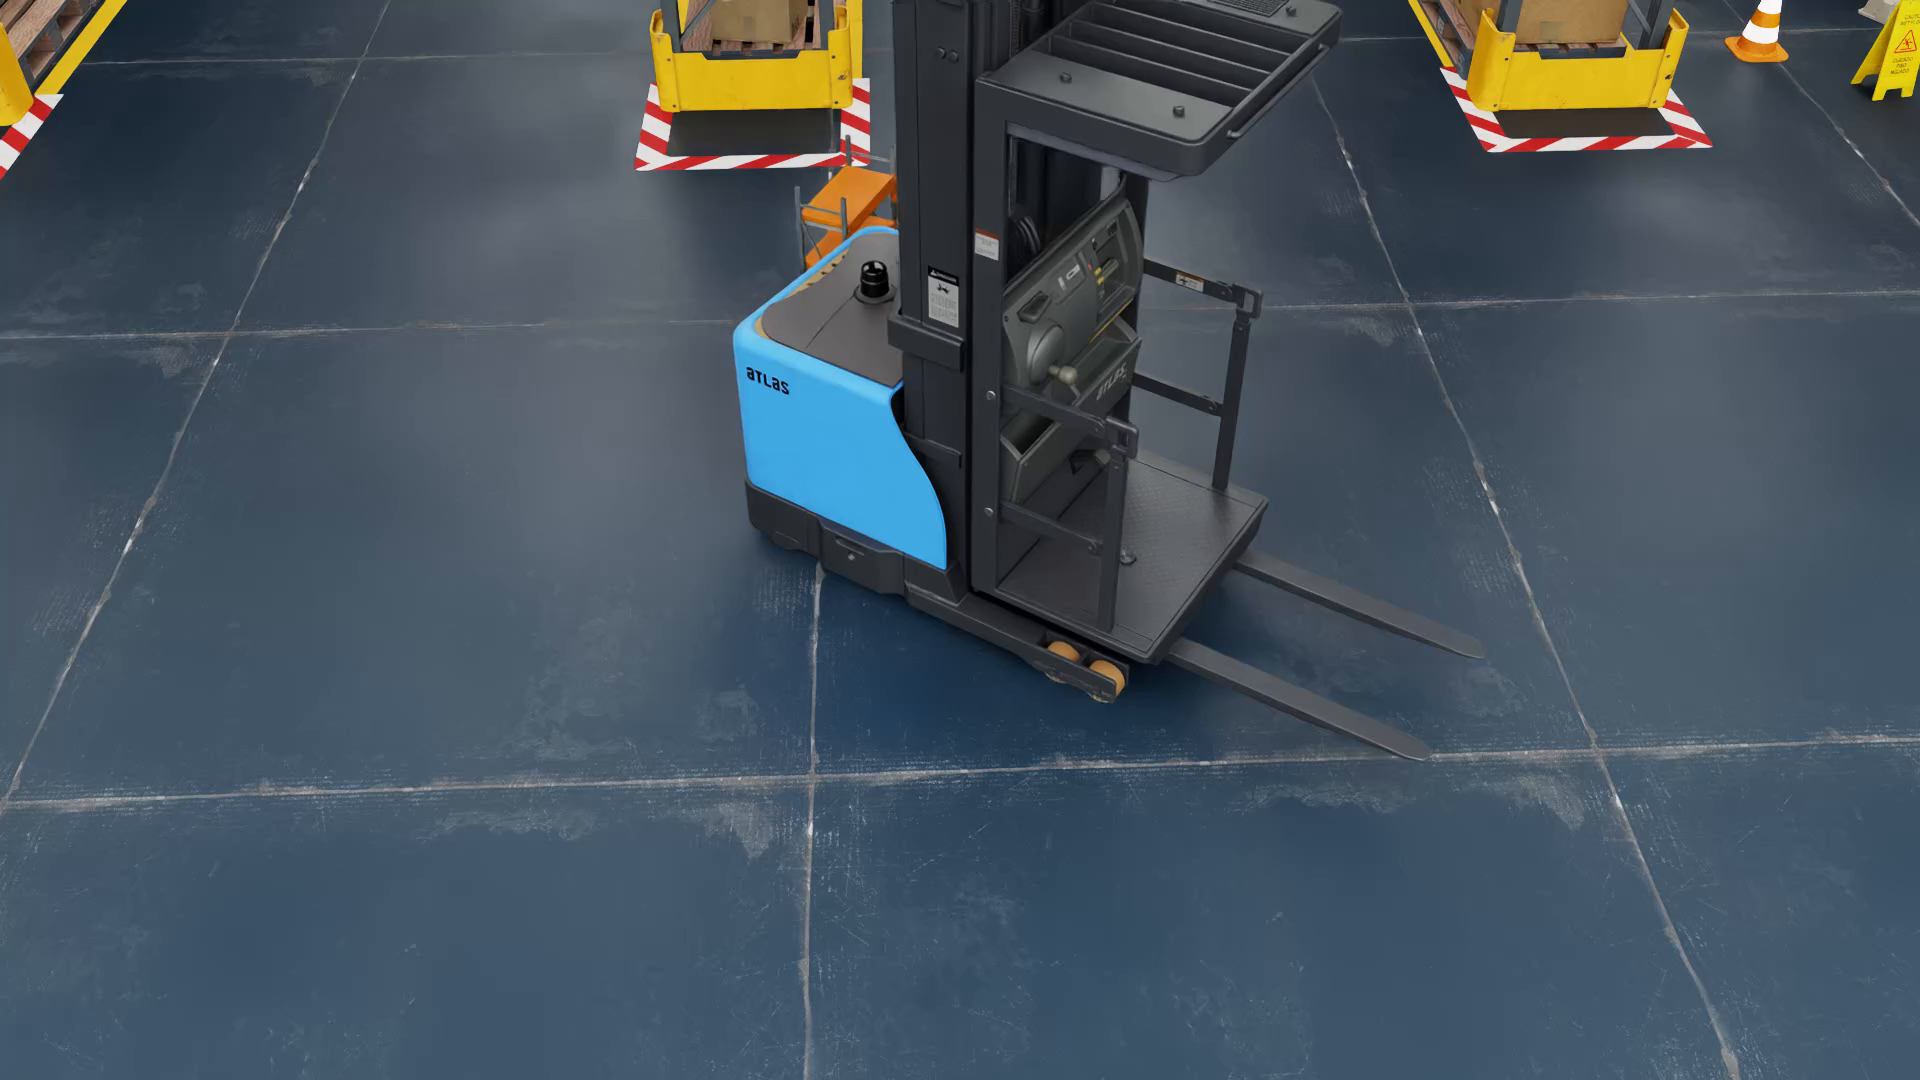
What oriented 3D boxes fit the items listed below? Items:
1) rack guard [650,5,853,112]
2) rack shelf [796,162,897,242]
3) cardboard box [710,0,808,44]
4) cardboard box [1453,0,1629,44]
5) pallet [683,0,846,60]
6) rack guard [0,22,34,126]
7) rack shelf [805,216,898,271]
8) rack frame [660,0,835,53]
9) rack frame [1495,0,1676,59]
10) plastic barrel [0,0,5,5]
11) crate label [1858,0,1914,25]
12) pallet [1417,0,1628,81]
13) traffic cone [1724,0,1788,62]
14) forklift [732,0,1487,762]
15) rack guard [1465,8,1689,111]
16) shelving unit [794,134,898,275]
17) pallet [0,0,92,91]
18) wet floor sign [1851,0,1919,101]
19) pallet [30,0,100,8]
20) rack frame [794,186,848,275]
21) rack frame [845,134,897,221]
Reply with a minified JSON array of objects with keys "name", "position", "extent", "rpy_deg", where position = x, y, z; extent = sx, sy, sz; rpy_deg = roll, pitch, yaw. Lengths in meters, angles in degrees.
[{"name":"rack guard","position":[-1.246,-2.909,10.054],"extent":[1.175,0.500,0.348],"rpy_deg":[-2,43,-2]},{"name":"rack shelf","position":[-0.499,-1.480,7.395],"extent":[0.258,0.148,0.480],"rpy_deg":[16,45,17]},{"name":"cardboard box","position":[-1.253,-3.435,10.316],"extent":[0.500,0.500,0.500],"rpy_deg":[6,43,6]},{"name":"cardboard box","position":[3.622,-3.681,10.307],"extent":[0.875,0.875,0.875],"rpy_deg":[-1,43,-2]},{"name":"pallet","position":[-1.245,-3.352,10.751],"extent":[1.003,0.211,1.213],"rpy_deg":[-2,43,-2]},{"name":"rack guard","position":[-6.242,-2.766,9.897],"extent":[1.175,0.500,0.348],"rpy_deg":[-2,43,-2]},{"name":"rack shelf","position":[-0.499,-1.305,7.555],"extent":[0.258,0.148,0.480],"rpy_deg":[16,45,17]},{"name":"rack frame","position":[-1.243,-3.779,9.153],"extent":[1.000,3.000,0.127],"rpy_deg":[-2,43,-2]},{"name":"rack frame","position":[3.717,-3.853,9.234],"extent":[1.000,3.000,0.127],"rpy_deg":[-2,43,-2]},{"name":"plastic barrel","position":[-6.317,-3.655,10.548],"extent":[0.421,0.512,0.421],"rpy_deg":[0,43,0]},{"name":"crate label","position":[6.161,-3.529,10.999],"extent":[0.250,0.136,0.298],"rpy_deg":[-23,47,-23]},{"name":"pallet","position":[3.605,-3.363,10.763],"extent":[1.003,0.211,1.213],"rpy_deg":[-2,43,-2]},{"name":"traffic cone","position":[5.113,-3.317,10.527],"extent":[0.336,0.463,0.334],"rpy_deg":[-2,43,-2]},{"name":"forklift","position":[0.596,-0.854,6.013],"extent":[3.031,2.935,1.130],"rpy_deg":[23,47,23]},{"name":"rack guard","position":[3.718,-2.916,10.061],"extent":[1.175,0.500,0.348],"rpy_deg":[-2,43,-2]},{"name":"shelving unit","position":[-0.499,-1.190,7.660],"extent":[0.258,1.200,0.503],"rpy_deg":[16,45,17]},{"name":"pallet","position":[-6.271,-3.208,10.593],"extent":[1.003,0.211,1.213],"rpy_deg":[-2,43,-2]},{"name":"wet floor sign","position":[5.696,-3.023,10.070],"extent":[0.267,0.644,0.232],"rpy_deg":[-8,43,-9]},{"name":"pallet","position":[-6.320,-4.029,11.490],"extent":[1.003,0.211,1.213],"rpy_deg":[-2,43,-2]},{"name":"rack frame","position":[-0.596,-1.039,7.495],"extent":[0.240,1.200,0.015],"rpy_deg":[16,45,17]},{"name":"rack frame","position":[-0.402,-1.341,7.825],"extent":[0.240,1.200,0.015],"rpy_deg":[16,45,17]}]
